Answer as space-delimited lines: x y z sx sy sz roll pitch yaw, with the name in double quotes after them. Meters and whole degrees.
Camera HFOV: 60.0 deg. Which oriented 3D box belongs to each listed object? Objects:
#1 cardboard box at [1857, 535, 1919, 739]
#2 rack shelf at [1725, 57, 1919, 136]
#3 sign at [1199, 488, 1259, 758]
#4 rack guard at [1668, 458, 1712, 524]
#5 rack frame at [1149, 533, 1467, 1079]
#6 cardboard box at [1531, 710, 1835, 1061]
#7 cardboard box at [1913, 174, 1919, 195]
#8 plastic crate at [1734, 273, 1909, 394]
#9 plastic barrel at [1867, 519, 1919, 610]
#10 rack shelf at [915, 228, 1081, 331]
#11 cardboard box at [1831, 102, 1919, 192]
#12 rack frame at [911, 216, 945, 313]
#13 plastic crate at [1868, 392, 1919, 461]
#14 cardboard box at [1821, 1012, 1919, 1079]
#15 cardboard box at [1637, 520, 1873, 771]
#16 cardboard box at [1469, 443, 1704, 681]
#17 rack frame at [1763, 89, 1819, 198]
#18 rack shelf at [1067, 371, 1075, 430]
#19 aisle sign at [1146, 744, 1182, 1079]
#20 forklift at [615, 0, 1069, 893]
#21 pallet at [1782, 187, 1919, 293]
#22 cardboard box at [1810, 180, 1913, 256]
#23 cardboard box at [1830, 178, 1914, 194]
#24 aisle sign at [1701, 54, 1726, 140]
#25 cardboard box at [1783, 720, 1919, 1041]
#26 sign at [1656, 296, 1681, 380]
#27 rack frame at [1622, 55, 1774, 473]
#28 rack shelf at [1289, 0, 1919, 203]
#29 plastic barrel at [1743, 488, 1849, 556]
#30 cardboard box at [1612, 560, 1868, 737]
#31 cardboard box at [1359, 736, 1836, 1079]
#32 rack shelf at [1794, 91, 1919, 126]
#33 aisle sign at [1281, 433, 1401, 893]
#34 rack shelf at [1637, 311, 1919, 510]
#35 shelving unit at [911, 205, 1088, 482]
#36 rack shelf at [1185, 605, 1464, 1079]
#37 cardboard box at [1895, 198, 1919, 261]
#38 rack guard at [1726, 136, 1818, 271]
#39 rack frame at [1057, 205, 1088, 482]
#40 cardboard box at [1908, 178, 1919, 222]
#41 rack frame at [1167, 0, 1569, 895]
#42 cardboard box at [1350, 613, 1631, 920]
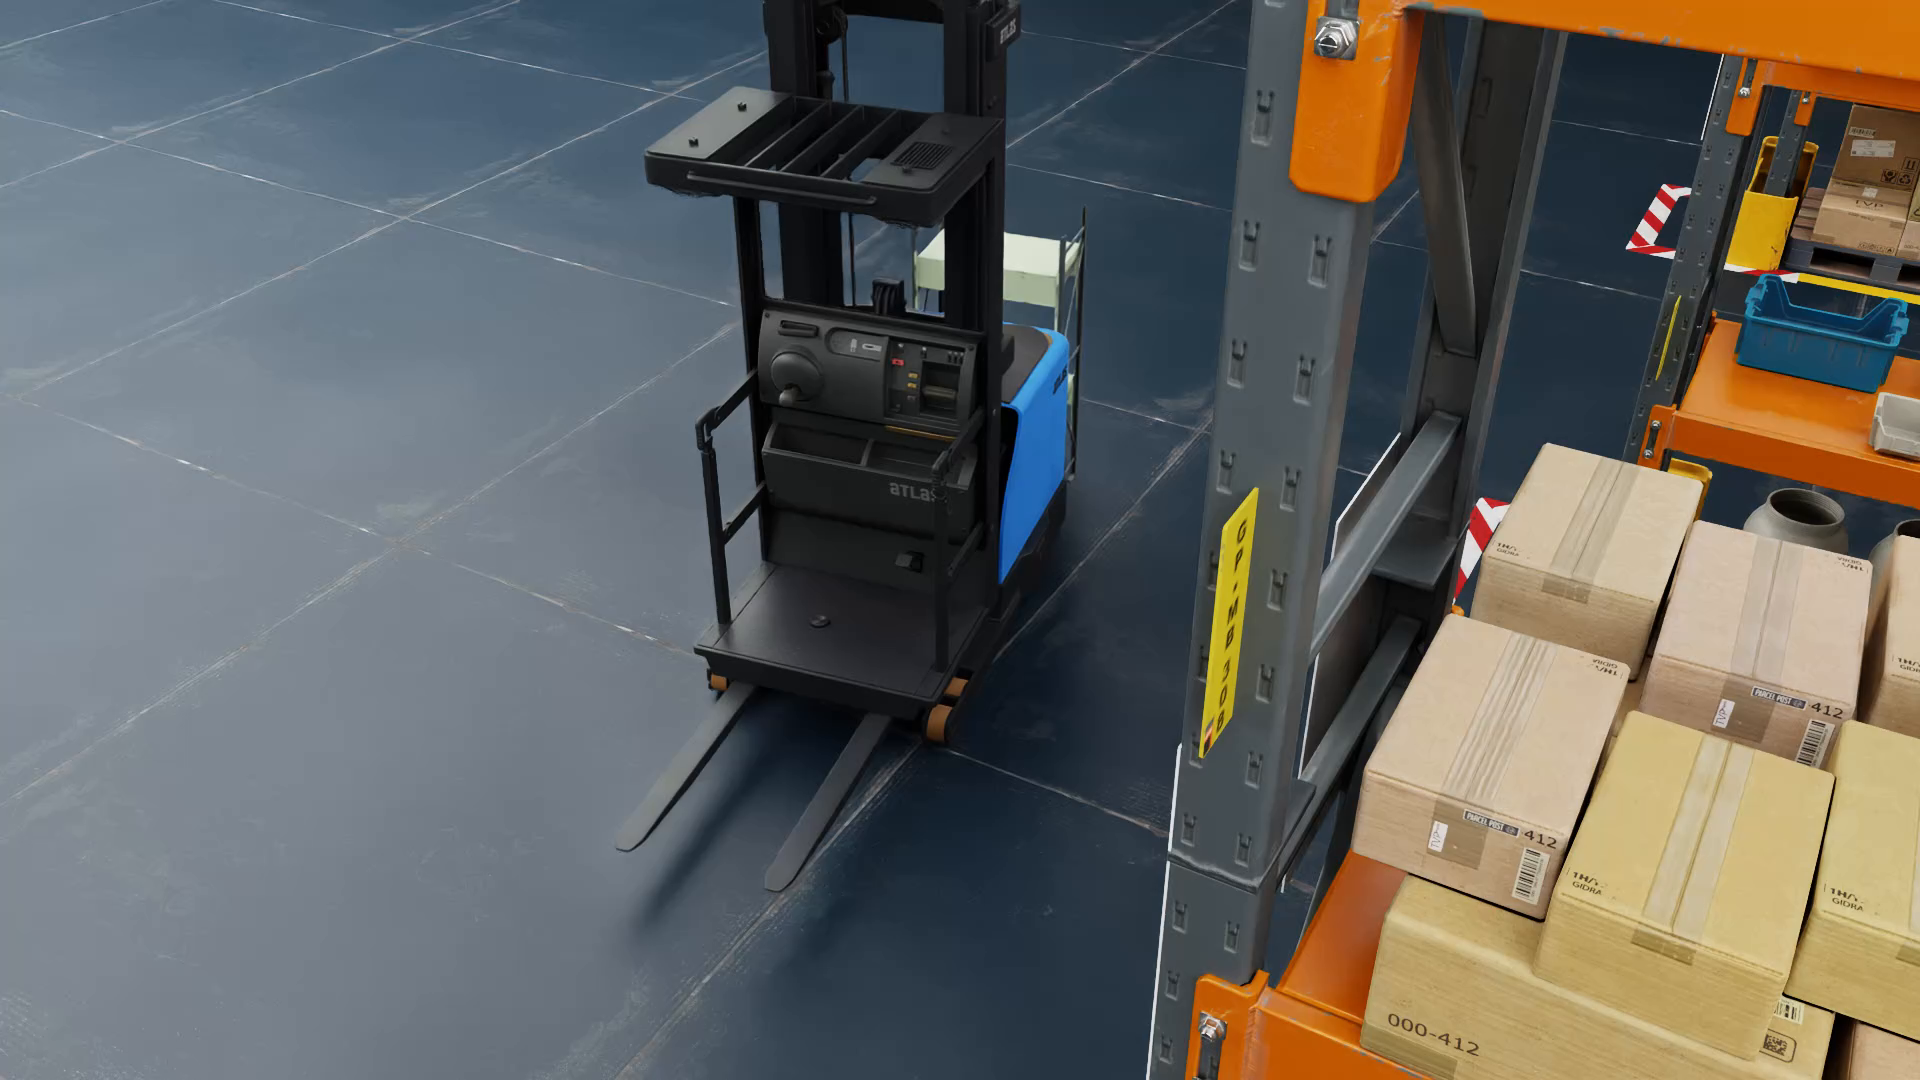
1.432 0.174 2.351 0.250 0.149 0.380 16 37 22 "cardboard box"
4.771 -1.333 5.488 4.000 0.370 1.077 18 37 24 "rack shelf"
0.307 0.099 1.901 0.005 0.325 0.100 18 37 24 "sign"
3.123 0.105 7.641 0.348 0.500 1.175 18 37 24 "rack guard"
0.577 1.450 3.367 0.127 3.000 1.000 18 37 24 "rack frame"
0.878 0.403 2.009 0.250 0.149 0.380 18 38 25 "cardboard box"
6.547 -2.210 10.964 0.500 0.250 0.500 18 37 24 "cardboard box"
3.617 -0.878 6.997 0.616 0.251 0.499 18 37 24 "plastic crate"
4.079 0.209 7.096 0.421 0.512 0.421 0 34 0 "plastic barrel"
0.191 -1.263 8.090 0.720 0.370 0.431 11 35 16 "rack shelf"
6.108 -2.655 10.955 0.500 0.500 0.500 18 37 24 "cardboard box"
-0.153 -1.007 8.409 0.023 1.500 0.400 11 35 16 "rack frame"
3.651 -0.423 6.417 0.250 0.136 0.298 18 37 24 "plastic crate"
1.317 0.659 1.983 0.500 0.250 0.500 17 37 23 "cardboard box"
1.140 0.152 2.385 0.250 0.149 0.380 16 37 23 "cardboard box"
0.972 0.024 2.577 0.250 0.149 0.380 18 37 24 "cardboard box"
5.495 -3.316 10.524 0.127 3.000 1.000 18 37 24 "rack frame"
0.191 -0.667 8.486 0.720 0.370 0.431 11 35 16 "rack shelf"
0.374 0.495 2.455 0.004 0.787 0.394 18 37 24 "aisle sign"
-0.450 -0.624 6.543 1.130 2.935 3.031 11 35 16 "forklift"
6.180 -1.966 11.011 1.213 0.211 1.003 18 37 24 "pallet"
5.850 -2.092 10.787 0.500 0.250 0.500 18 37 24 "cardboard box"
6.107 -2.341 11.162 0.500 0.250 0.500 18 37 24 "cardboard box"
2.826 -1.895 6.043 0.004 0.787 0.394 18 37 24 "aisle sign"
1.158 0.413 1.993 0.250 0.149 0.380 17 37 24 "cardboard box"
2.757 -0.785 6.474 0.005 0.325 0.100 18 37 24 "sign"
3.034 -0.934 6.946 0.127 3.000 1.000 18 37 24 "rack frame"
2.313 -0.197 1.078 4.000 0.370 1.077 18 37 24 "rack shelf"
3.643 0.071 7.303 0.421 0.512 0.421 0 34 0 "plastic barrel"
1.121 0.274 2.561 0.500 0.250 0.500 18 38 25 "cardboard box"
0.867 0.520 2.191 0.500 0.250 0.500 19 38 26 "cardboard box"
7.232 -2.467 9.897 4.000 0.370 1.077 18 37 24 "rack shelf"
0.672 0.206 2.889 0.004 0.787 0.394 18 37 24 "aisle sign"
4.771 -0.084 6.319 4.000 0.370 1.077 18 37 24 "rack shelf"
0.191 -0.938 8.306 0.755 1.500 0.431 11 35 16 "shelving unit"
2.313 1.051 1.909 4.000 0.370 1.077 18 37 24 "rack shelf"
6.286 -1.956 10.584 0.500 0.250 0.500 18 37 24 "cardboard box"
5.474 -2.283 11.227 0.348 0.500 1.175 18 37 24 "rack guard"
0.536 -0.870 8.203 0.023 1.500 0.400 11 35 16 "rack frame"
6.285 -2.268 10.375 0.500 0.500 0.500 18 37 24 "cardboard box"
0.577 -1.047 1.704 0.127 3.000 1.000 18 37 24 "rack frame"
0.701 0.285 2.186 0.250 0.149 0.380 17 37 24 "cardboard box"
